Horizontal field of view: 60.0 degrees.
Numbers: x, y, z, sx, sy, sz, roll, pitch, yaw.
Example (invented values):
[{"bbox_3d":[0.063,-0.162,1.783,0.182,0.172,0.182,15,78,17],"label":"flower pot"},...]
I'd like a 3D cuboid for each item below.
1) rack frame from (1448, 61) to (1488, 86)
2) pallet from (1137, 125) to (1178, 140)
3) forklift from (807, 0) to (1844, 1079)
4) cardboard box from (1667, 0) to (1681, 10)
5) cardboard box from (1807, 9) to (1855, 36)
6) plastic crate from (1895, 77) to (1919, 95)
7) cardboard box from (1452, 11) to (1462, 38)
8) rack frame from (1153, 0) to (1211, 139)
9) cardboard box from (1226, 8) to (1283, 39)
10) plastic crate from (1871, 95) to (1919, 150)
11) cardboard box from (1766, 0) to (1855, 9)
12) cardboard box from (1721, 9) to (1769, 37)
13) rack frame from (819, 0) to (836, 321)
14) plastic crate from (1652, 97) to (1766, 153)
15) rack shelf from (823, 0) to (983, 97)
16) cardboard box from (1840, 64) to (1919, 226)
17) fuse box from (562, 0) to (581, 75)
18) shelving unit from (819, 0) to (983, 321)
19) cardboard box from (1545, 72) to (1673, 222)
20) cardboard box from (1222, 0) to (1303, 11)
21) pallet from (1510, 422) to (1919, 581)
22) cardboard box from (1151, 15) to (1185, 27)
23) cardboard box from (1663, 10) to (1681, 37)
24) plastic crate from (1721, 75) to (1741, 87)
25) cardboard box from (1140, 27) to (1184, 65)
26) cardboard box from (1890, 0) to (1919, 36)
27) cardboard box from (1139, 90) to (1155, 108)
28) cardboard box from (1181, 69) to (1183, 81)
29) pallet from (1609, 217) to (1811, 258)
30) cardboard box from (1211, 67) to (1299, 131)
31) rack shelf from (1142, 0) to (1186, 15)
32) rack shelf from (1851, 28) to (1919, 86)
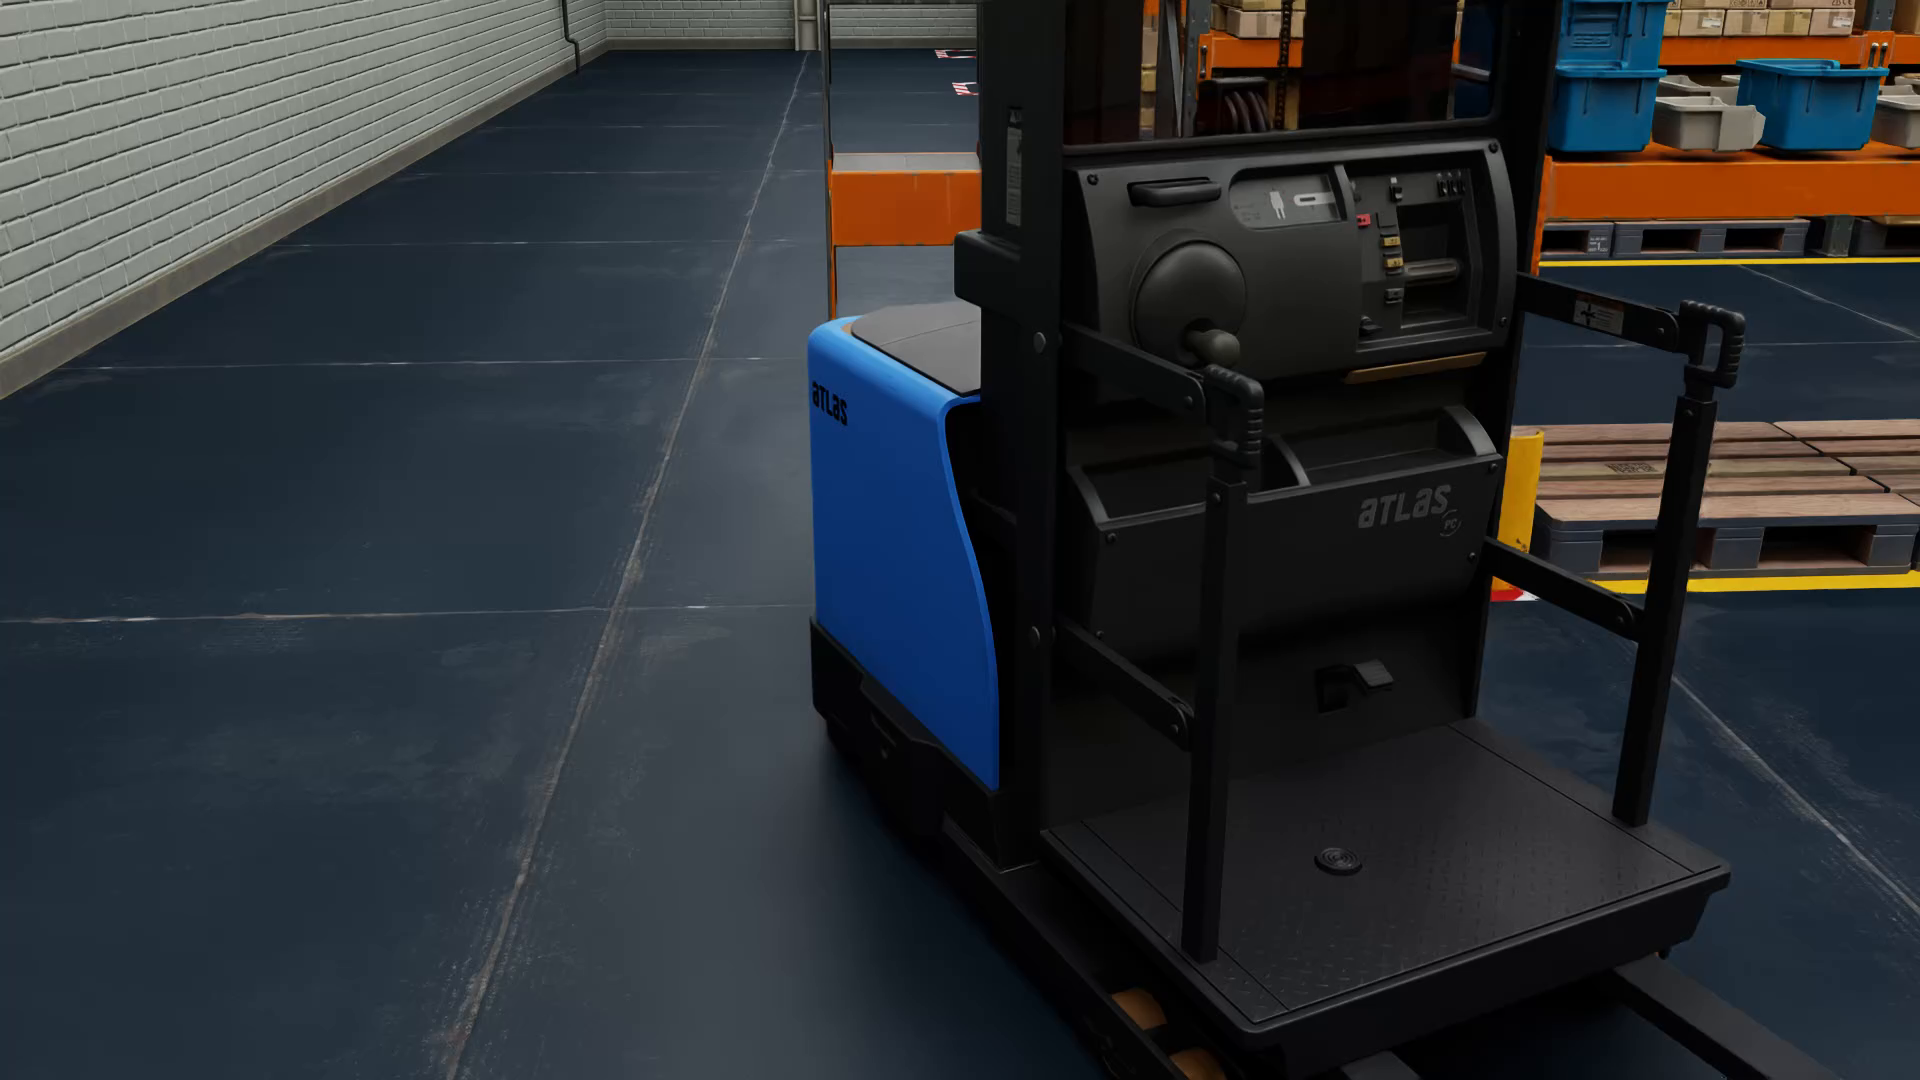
[{"bbox_3d":[1.608,-1.455,5.227,0.127,3.000,1.000,-1,21,-3],"label":"rack frame"},{"bbox_3d":[2.032,-3.681,14.992,1.213,0.211,1.003,-1,21,-3],"label":"pallet"},{"bbox_3d":[0.724,-0.501,2.819,1.130,2.935,3.031,-10,23,-25],"label":"forklift"},{"bbox_3d":[3.867,-3.241,9.710,0.500,0.250,0.500,-1,21,-2],"label":"cardboard box"},{"bbox_3d":[5.034,-3.056,9.784,0.250,0.149,0.380,-1,21,-3],"label":"cardboard box"},{"bbox_3d":[3.274,-1.468,5.548,0.250,0.136,0.298,-1,21,-3],"label":"plastic crate"},{"bbox_3d":[2.725,-3.009,9.661,0.250,0.149,0.380,-2,21,-4],"label":"cardboard box"},{"bbox_3d":[1.326,-3.214,9.848,0.127,3.000,1.000,-1,21,-3],"label":"rack frame"},{"bbox_3d":[1.699,-2.987,9.604,0.250,0.149,0.380,-1,21,-2],"label":"cardboard box"},{"bbox_3d":[2.876,-1.239,4.945,0.298,0.136,0.250,-1,21,-3],"label":"plastic crate"},{"bbox_3d":[4.893,-3.262,9.767,0.500,0.250,0.500,-2,21,-4],"label":"cardboard box"},{"bbox_3d":[4.520,-3.045,9.757,0.250,0.149,0.380,-2,21,-4],"label":"cardboard box"},{"bbox_3d":[-0.409,-0.973,5.226,0.015,2.100,0.400,-1,21,-3],"label":"rack frame"},{"bbox_3d":[2.199,-1.225,4.909,0.298,0.136,0.250,-1,21,-3],"label":"plastic crate"},{"bbox_3d":[-0.165,-1.619,4.994,0.480,0.518,0.431,-1,21,-3],"label":"rack shelf"},{"bbox_3d":[5.957,-2.519,10.418,0.875,0.875,1.225,-1,21,-3],"label":"cardboard box"},{"bbox_3d":[-4.842,-6.759,20.969,0.414,1.711,0.539,-1,21,-3],"label":"fuse box"},{"bbox_3d":[-0.165,-0.978,5.239,0.503,2.100,0.431,-1,21,-3],"label":"shelving unit"},{"bbox_3d":[3.757,-2.496,10.356,0.875,0.875,0.875,-1,21,-3],"label":"cardboard box"},{"bbox_3d":[1.820,-3.197,9.596,0.500,0.250,0.500,-2,21,-4],"label":"cardboard box"},{"bbox_3d":[2.434,-0.155,5.731,1.213,0.211,1.003,-1,21,-3],"label":"pallet"},{"bbox_3d":[2.981,-7.529,24.105,0.500,0.500,0.700,-2,21,-5],"label":"cardboard box"},{"bbox_3d":[4.006,-3.035,9.729,0.250,0.149,0.380,-1,21,-2],"label":"cardboard box"},{"bbox_3d":[2.702,-1.441,5.478,0.243,0.136,0.396,-1,21,-3],"label":"plastic crate"},{"bbox_3d":[2.326,-5.804,19.661,0.875,0.438,0.875,-1,21,-2],"label":"cardboard box"},{"bbox_3d":[5.793,-3.263,9.835,0.500,0.500,0.500,-1,21,-3],"label":"cardboard box"},{"bbox_3d":[1.681,-3.901,14.649,0.250,0.149,0.380,0,21,-1],"label":"cardboard box"},{"bbox_3d":[1.954,-4.059,14.646,0.250,0.149,0.380,-1,21,-2],"label":"cardboard box"},{"bbox_3d":[4.556,-2.005,10.590,1.213,0.211,1.003,-1,21,-3],"label":"pallet"},{"bbox_3d":[1.960,-2.459,10.260,0.875,0.875,0.875,-1,21,-3],"label":"cardboard box"},{"bbox_3d":[3.140,-4.683,14.716,4.000,0.370,1.077,-1,21,-3],"label":"rack shelf"},{"bbox_3d":[7.316,-3.000,10.296,4.000,0.370,1.077,-1,21,-3],"label":"rack shelf"}]
